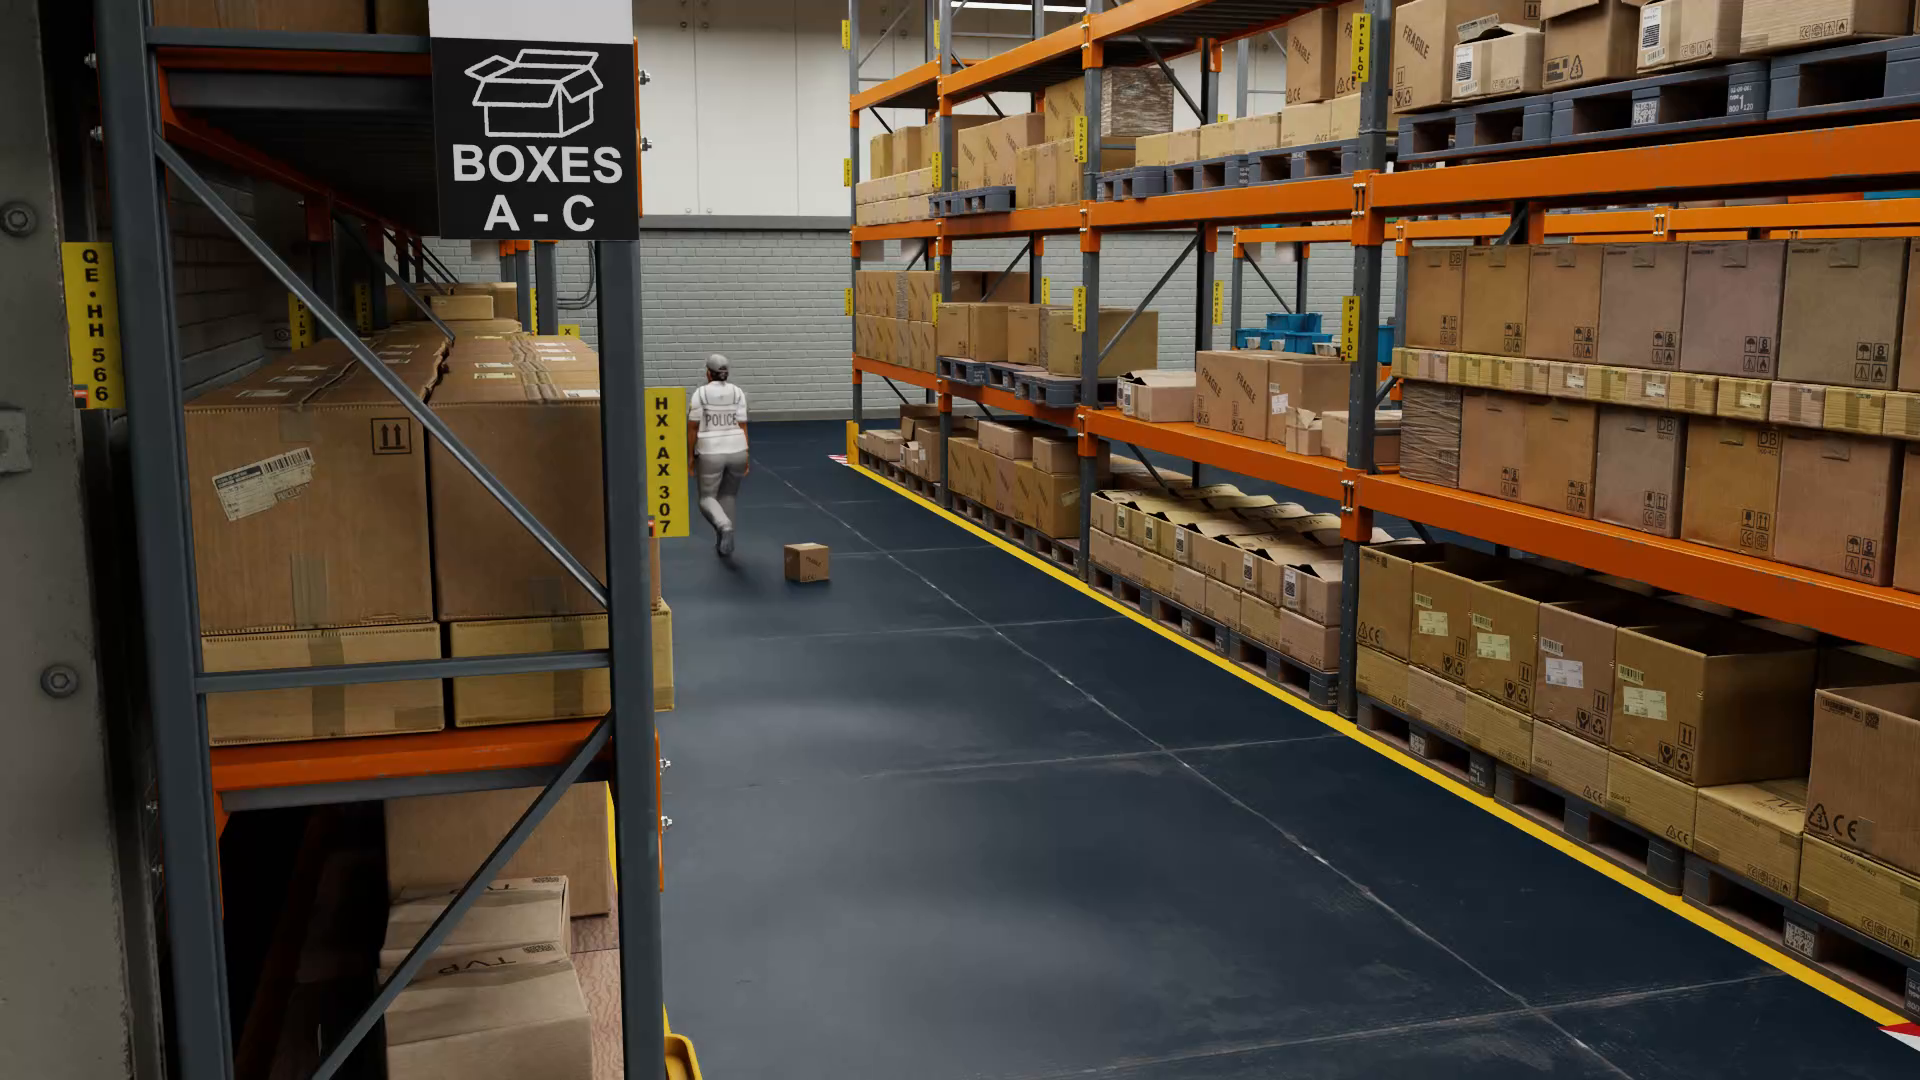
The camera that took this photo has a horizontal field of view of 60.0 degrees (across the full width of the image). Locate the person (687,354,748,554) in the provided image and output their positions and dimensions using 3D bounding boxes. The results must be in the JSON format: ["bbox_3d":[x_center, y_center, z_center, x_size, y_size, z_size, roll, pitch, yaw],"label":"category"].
[{"bbox_3d":[-1.941,-0.678,13.412,0.499,1.626,0.832,-4,10,-24],"label":"person"}]
